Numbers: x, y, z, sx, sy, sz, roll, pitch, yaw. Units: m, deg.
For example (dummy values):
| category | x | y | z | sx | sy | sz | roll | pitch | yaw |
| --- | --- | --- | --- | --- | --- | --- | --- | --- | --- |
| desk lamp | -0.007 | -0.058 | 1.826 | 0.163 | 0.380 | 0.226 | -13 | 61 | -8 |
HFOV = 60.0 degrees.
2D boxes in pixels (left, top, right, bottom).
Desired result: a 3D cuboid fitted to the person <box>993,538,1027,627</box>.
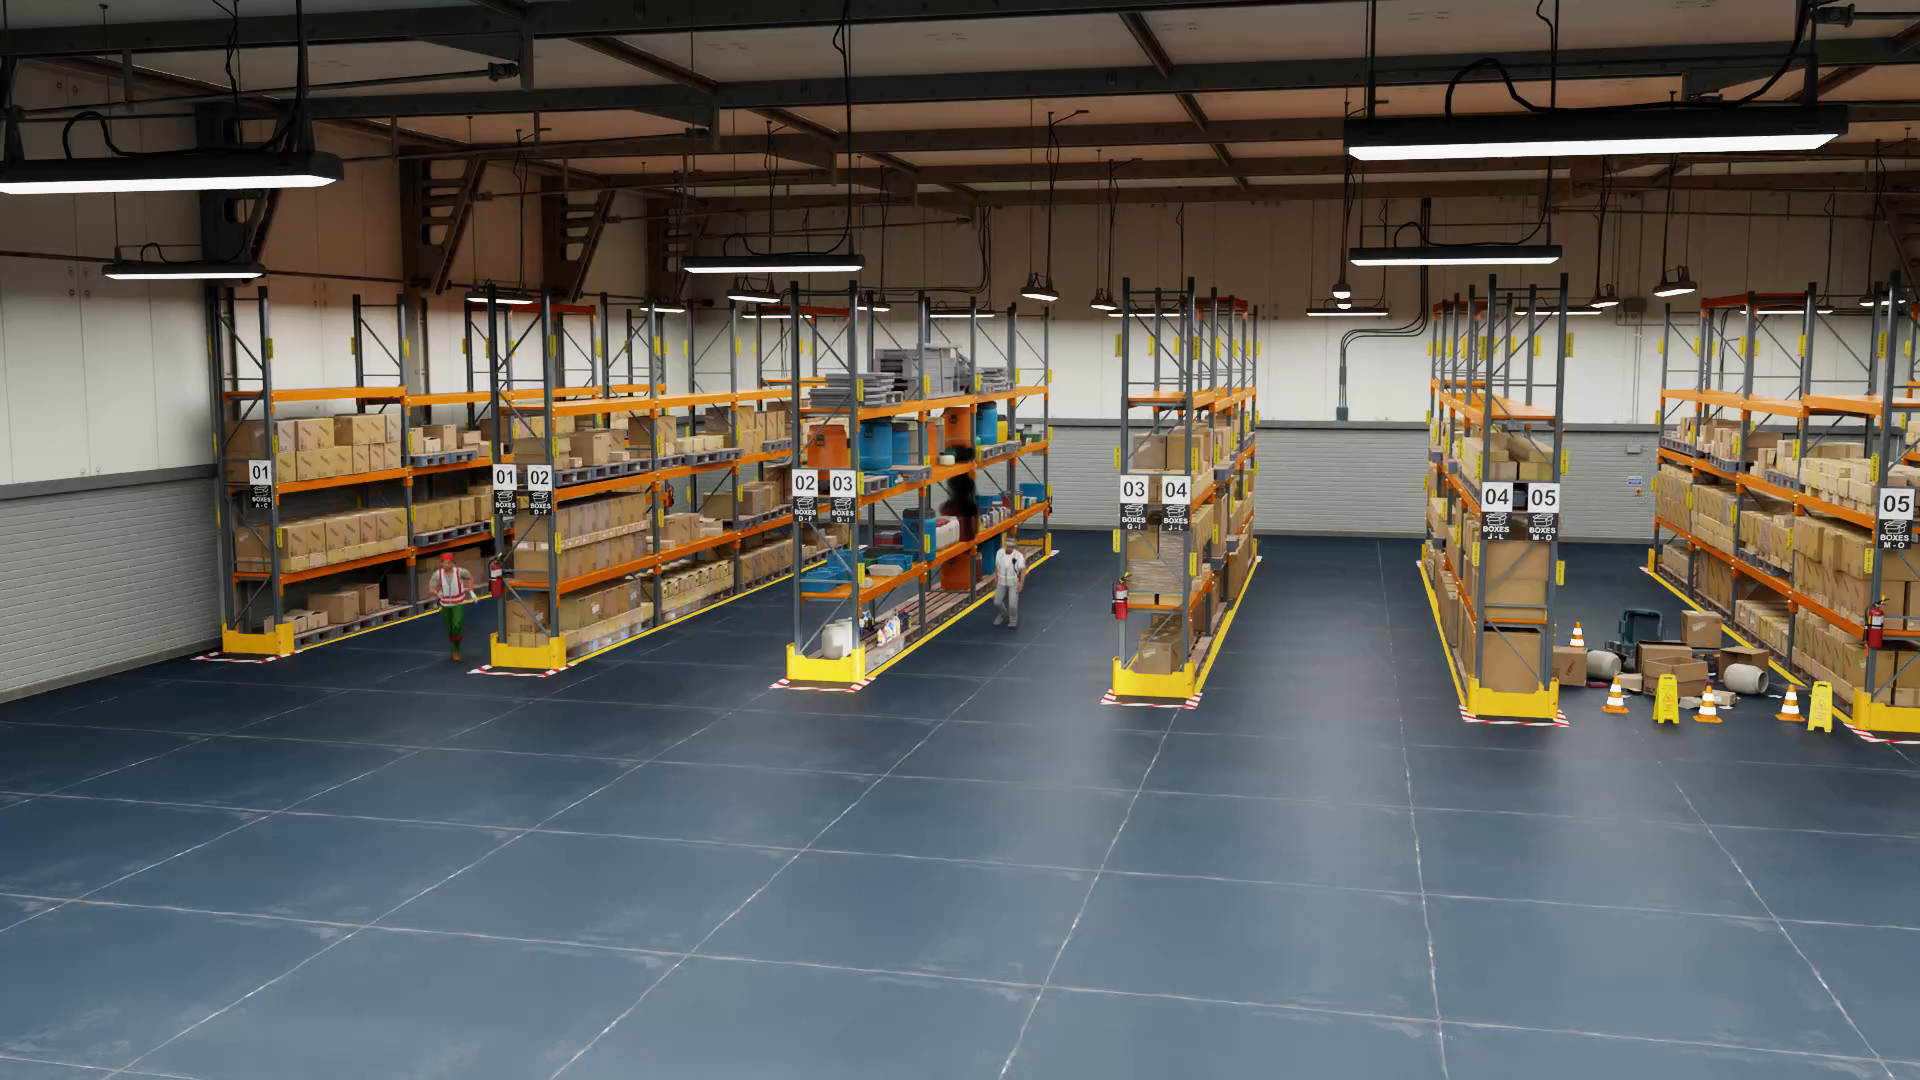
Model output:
| category | x | y | z | sx | sy | sz | roll | pitch | yaw |
| --- | --- | --- | --- | --- | --- | --- | --- | --- | --- |
| person | 0.879 | 0.757 | 29.725 | 0.665 | 1.647 | 0.668 | 2 | 7 | 15 |

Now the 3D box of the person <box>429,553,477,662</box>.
| category | x | y | z | sx | sy | sz | roll | pitch | yaw |
| --- | --- | --- | --- | --- | --- | --- | --- | --- | --- |
| person | -8.177 | 1.057 | 26.868 | 0.691 | 1.751 | 0.968 | 0 | 7 | -3 |
